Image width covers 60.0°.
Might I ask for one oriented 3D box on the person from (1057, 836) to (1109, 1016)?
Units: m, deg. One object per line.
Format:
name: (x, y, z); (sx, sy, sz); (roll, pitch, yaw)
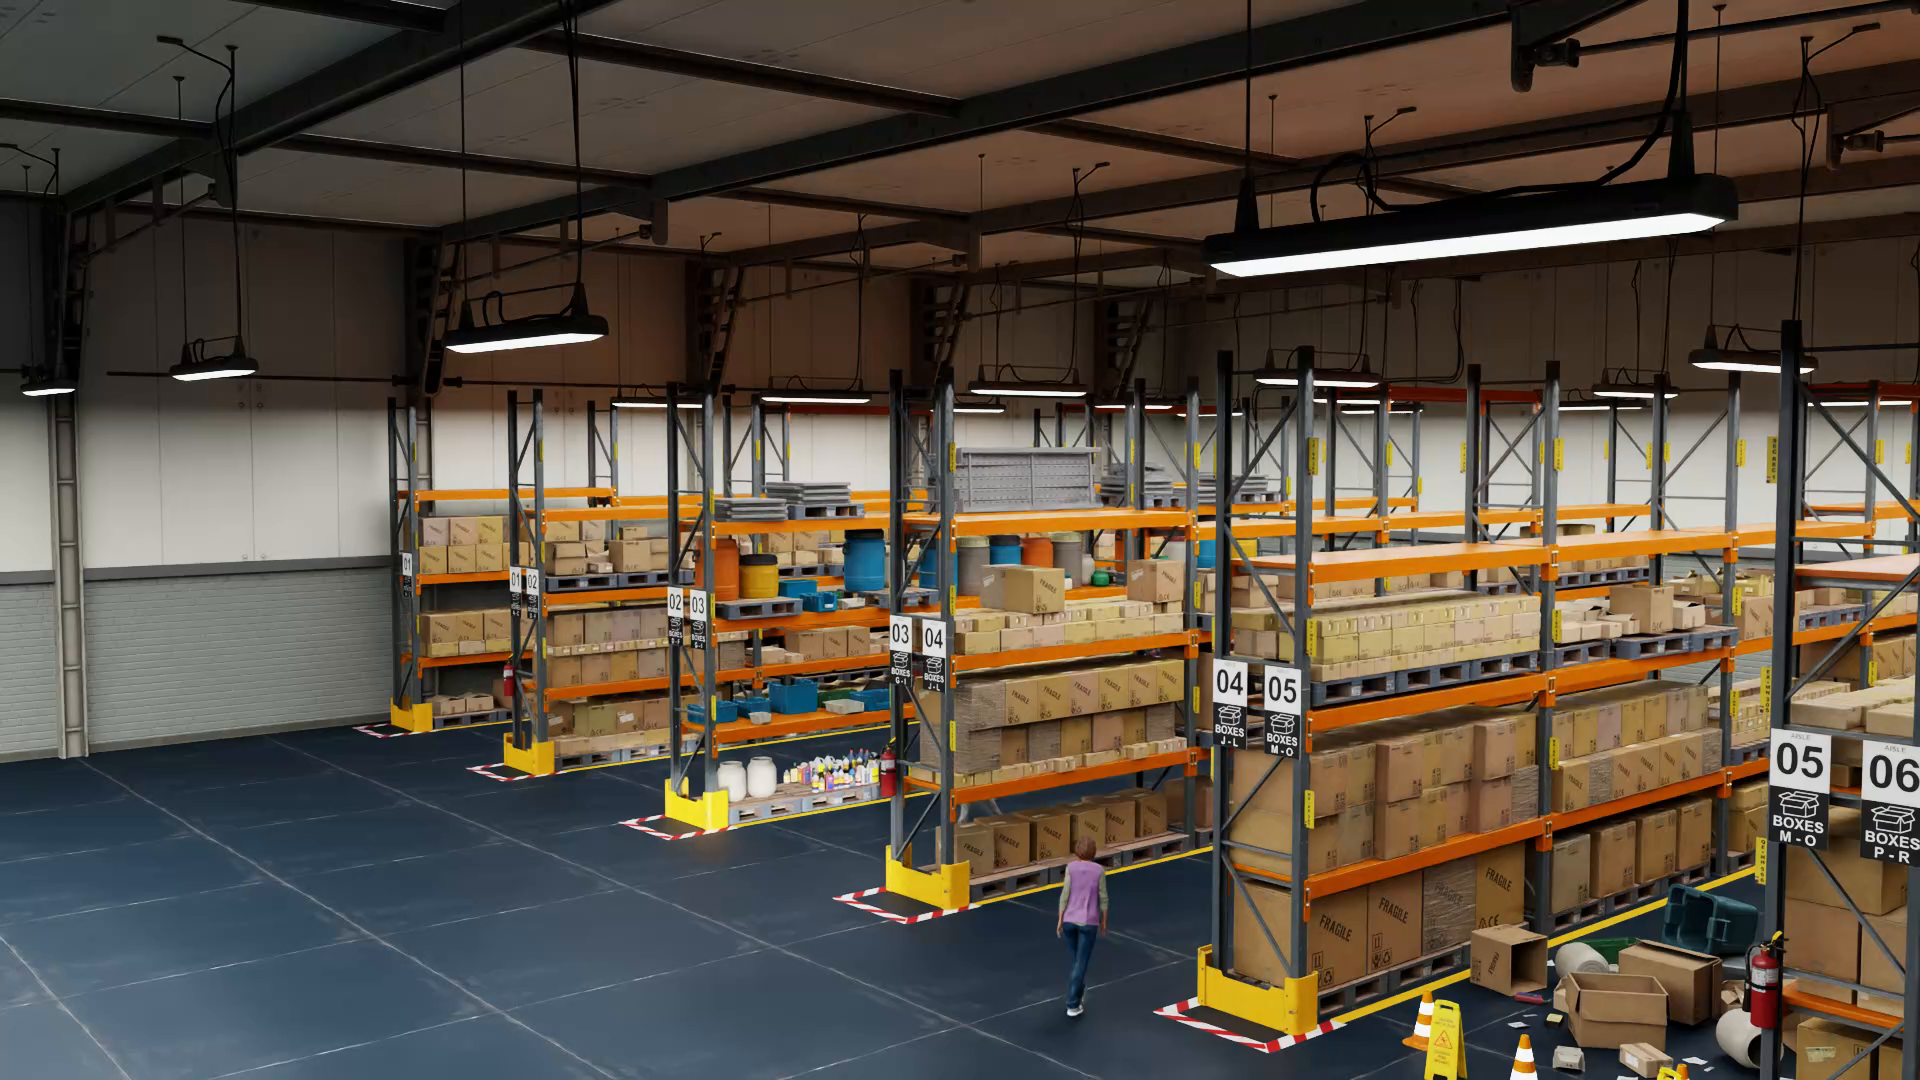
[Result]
person: (1.121, 3.517, 15.091); (0.421, 1.579, 0.654); (1, 4, 23)

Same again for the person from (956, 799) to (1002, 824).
person: (0.200, 3.093, 21.989); (0.817, 1.563, 0.426); (0, 3, -1)
